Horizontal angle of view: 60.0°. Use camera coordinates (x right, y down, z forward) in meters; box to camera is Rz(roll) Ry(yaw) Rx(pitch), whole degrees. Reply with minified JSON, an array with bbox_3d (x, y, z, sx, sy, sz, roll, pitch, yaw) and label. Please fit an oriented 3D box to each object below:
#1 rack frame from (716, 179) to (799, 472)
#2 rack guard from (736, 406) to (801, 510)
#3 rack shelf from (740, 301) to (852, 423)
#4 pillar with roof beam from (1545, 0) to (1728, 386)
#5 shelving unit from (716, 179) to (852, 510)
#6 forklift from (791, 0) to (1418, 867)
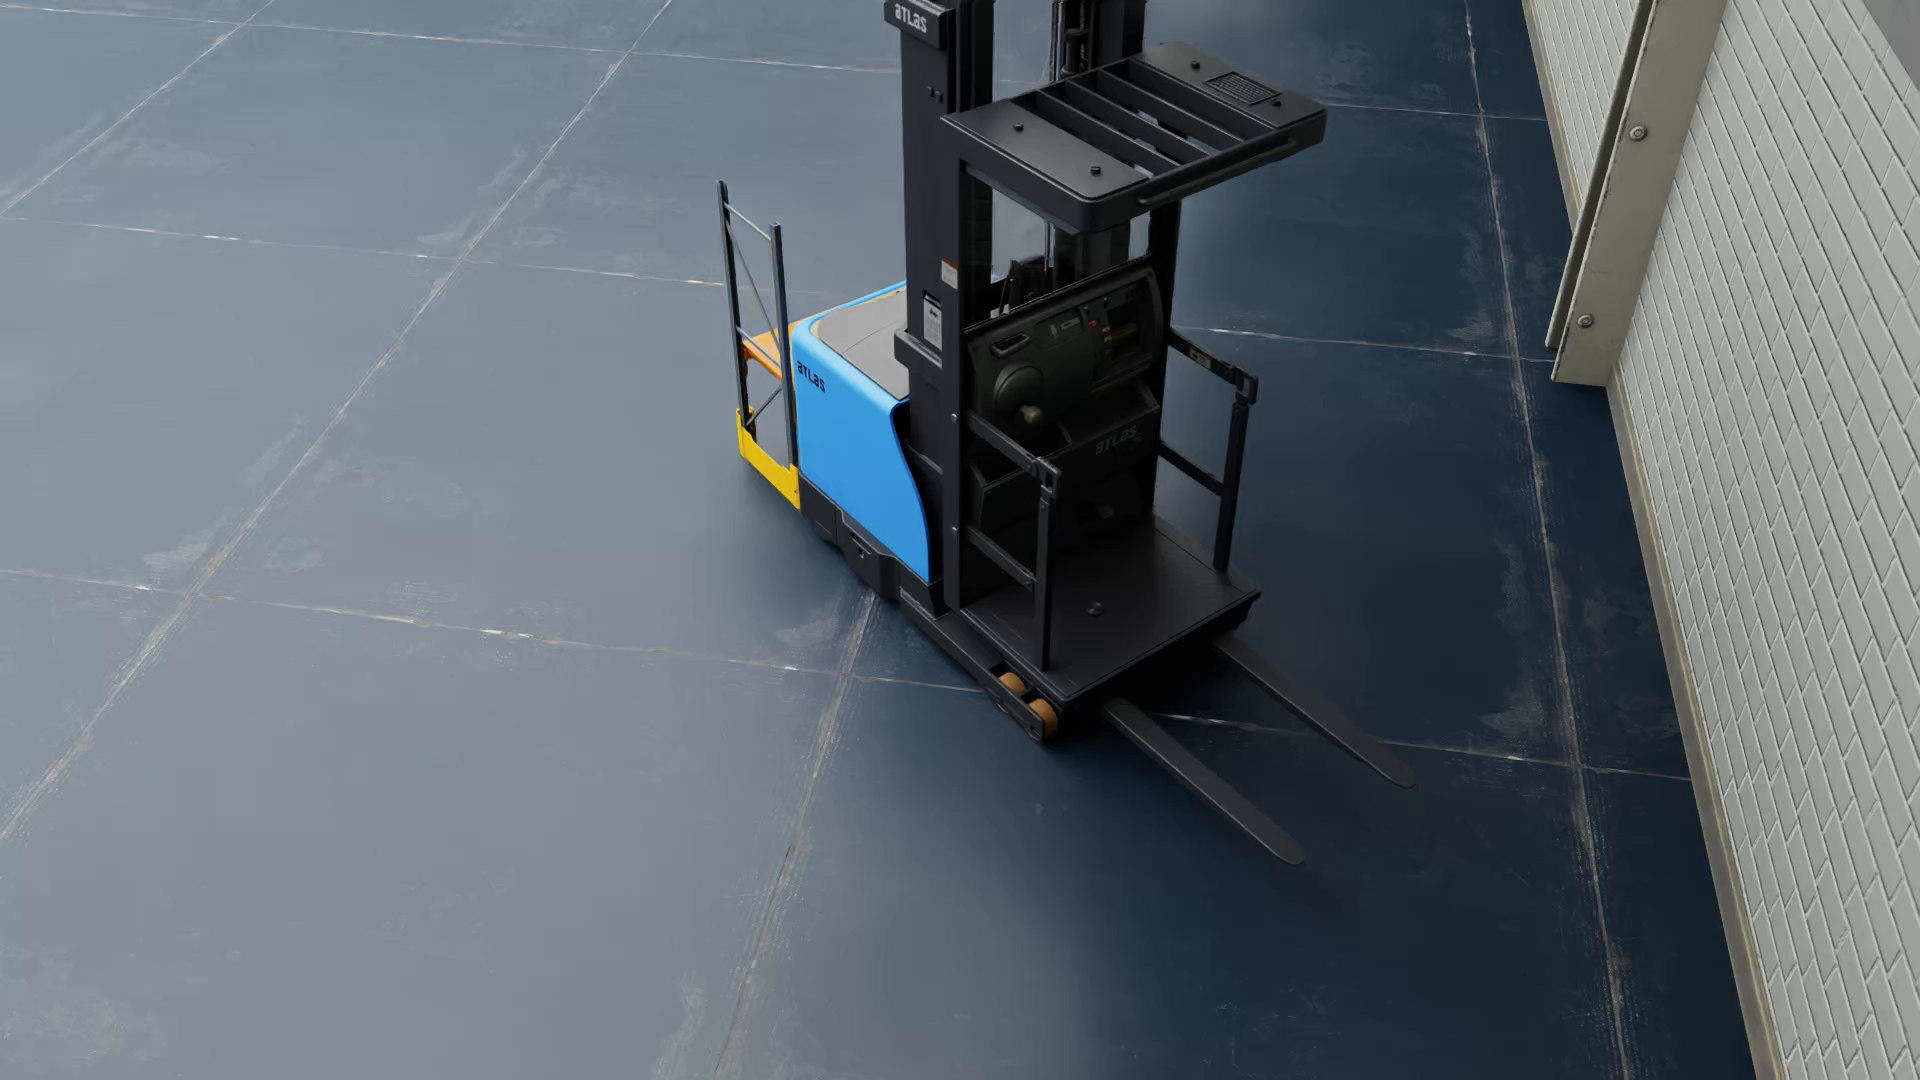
[{"bbox_3d":[-0.914,-0.874,7.630,0.032,1.500,0.500,-25,45,-27],"label":"rack frame"},{"bbox_3d":[-0.898,-0.399,8.036,0.087,0.250,0.587,-25,45,-27],"label":"rack guard"},{"bbox_3d":[-0.501,-0.924,7.973,1.000,0.185,0.538,-25,45,-27],"label":"rack shelf"},{"bbox_3d":[-0.933,-4.886,6.598,9.100,9.000,0.400,6,40,8],"label":"pillar with roof beam"},{"bbox_3d":[-0.494,-1.066,7.862,1.083,1.500,0.587,-25,45,-27],"label":"shelving unit"},{"bbox_3d":[0.548,-0.677,6.269,1.130,2.935,3.031,-26,46,-28],"label":"forklift"}]
